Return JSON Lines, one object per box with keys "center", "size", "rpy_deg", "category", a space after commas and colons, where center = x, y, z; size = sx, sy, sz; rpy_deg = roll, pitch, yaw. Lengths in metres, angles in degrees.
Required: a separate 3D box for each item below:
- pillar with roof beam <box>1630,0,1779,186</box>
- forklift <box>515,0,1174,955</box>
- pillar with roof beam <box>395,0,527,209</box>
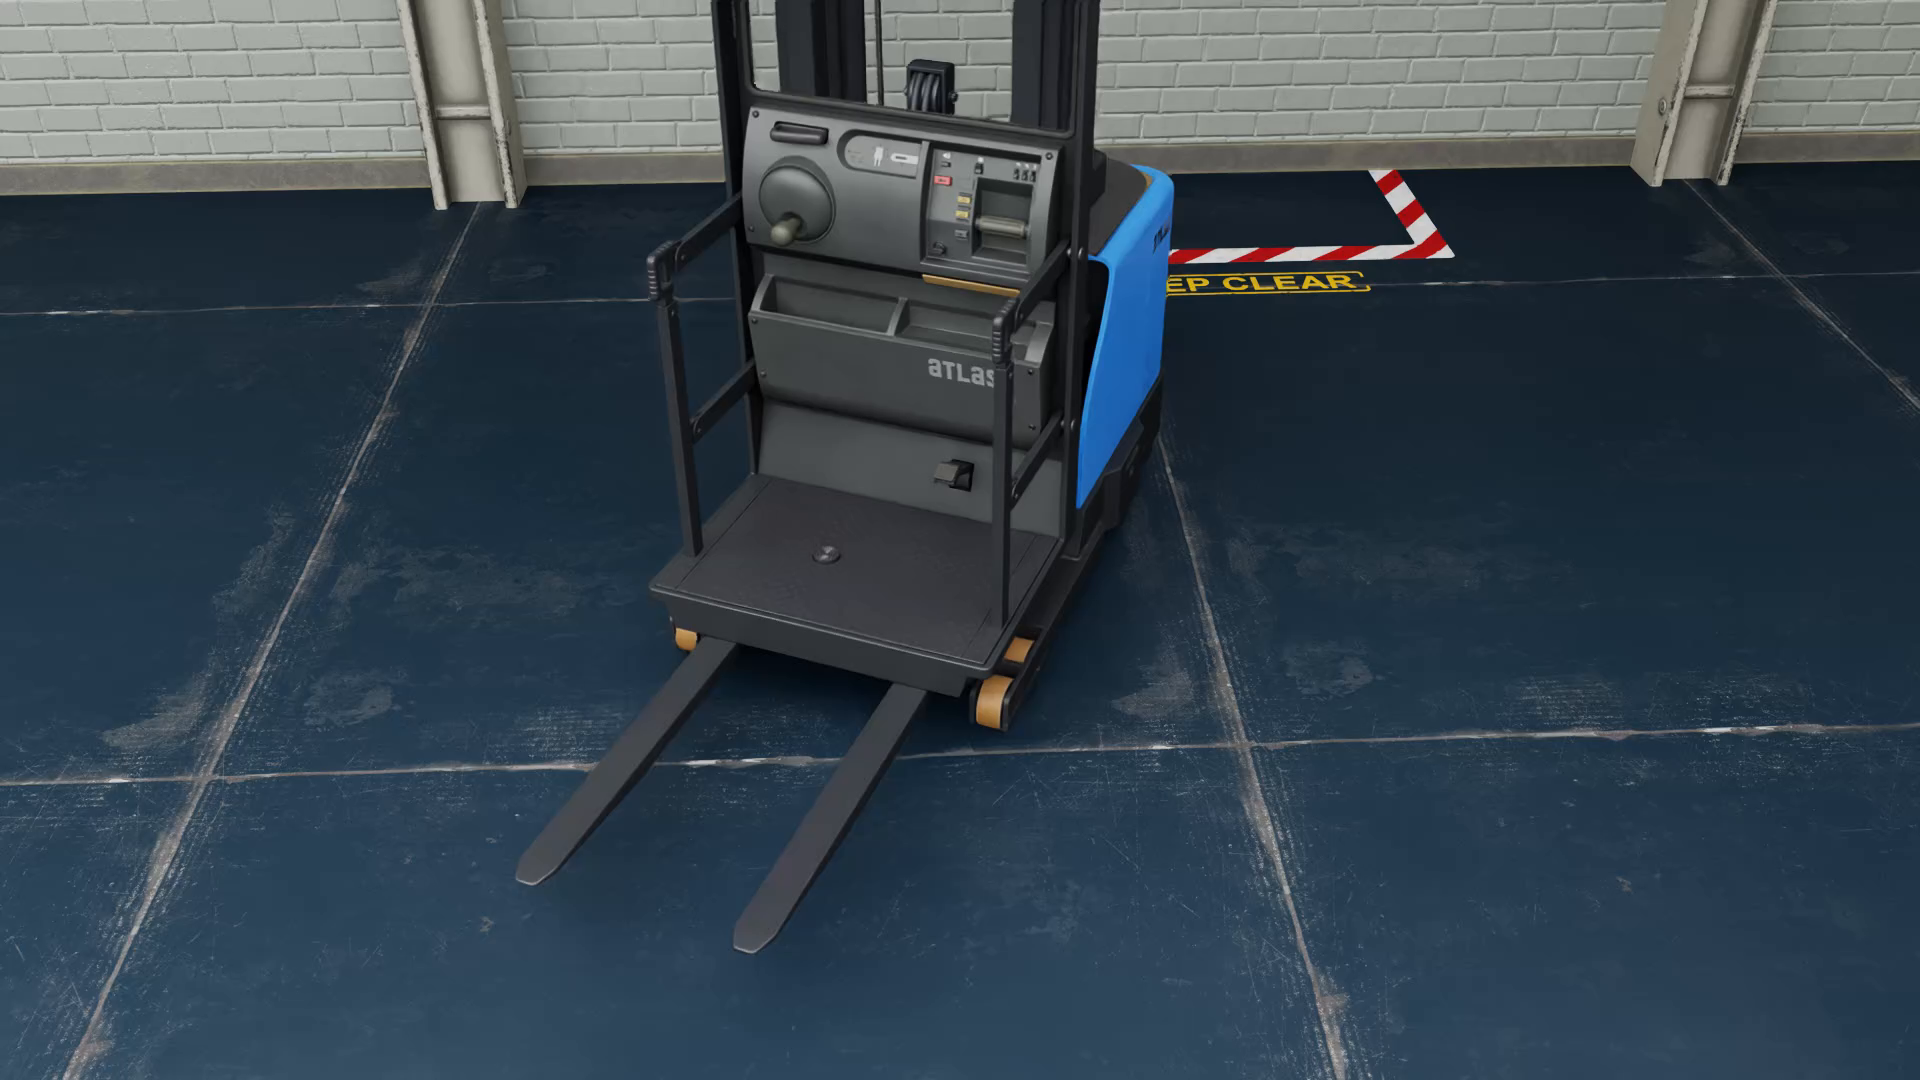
{"center": [3.842, -3.112, 2.339], "size": [0.400, 9.000, 9.100], "rpy_deg": [-2, 35, -2], "category": "pillar with roof beam"}
{"center": [-0.254, -0.912, 4.493], "size": [1.130, 2.935, 3.031], "rpy_deg": [12, 37, 17], "category": "forklift"}
{"center": [-2.151, -2.950, 2.105], "size": [0.400, 9.000, 9.100], "rpy_deg": [-2, 35, -2], "category": "pillar with roof beam"}
